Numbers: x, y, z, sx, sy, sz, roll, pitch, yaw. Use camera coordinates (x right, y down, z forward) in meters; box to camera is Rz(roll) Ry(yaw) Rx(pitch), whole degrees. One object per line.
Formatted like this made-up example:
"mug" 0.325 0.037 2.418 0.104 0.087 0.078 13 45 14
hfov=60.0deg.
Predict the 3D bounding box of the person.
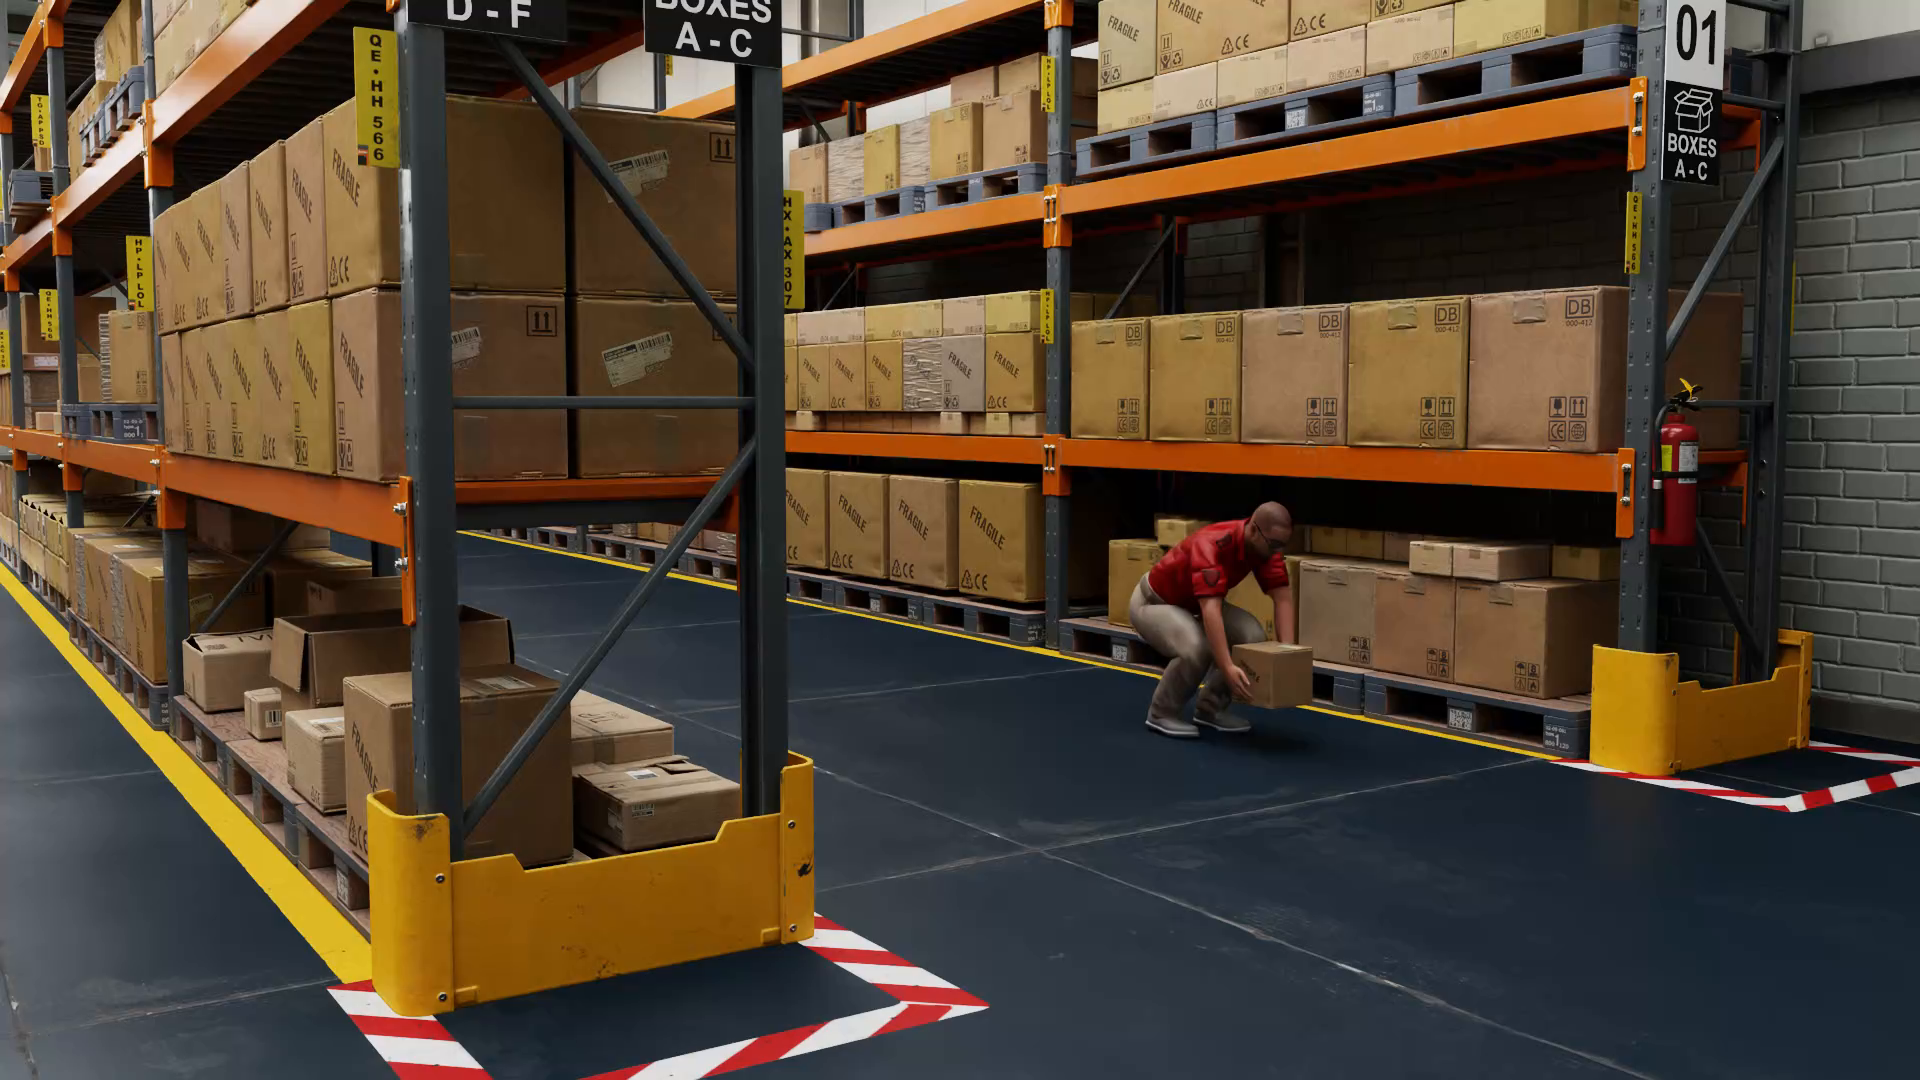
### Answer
"person" 1.196 0.353 7.575 0.574 1.085 0.776 -3 6 -34
